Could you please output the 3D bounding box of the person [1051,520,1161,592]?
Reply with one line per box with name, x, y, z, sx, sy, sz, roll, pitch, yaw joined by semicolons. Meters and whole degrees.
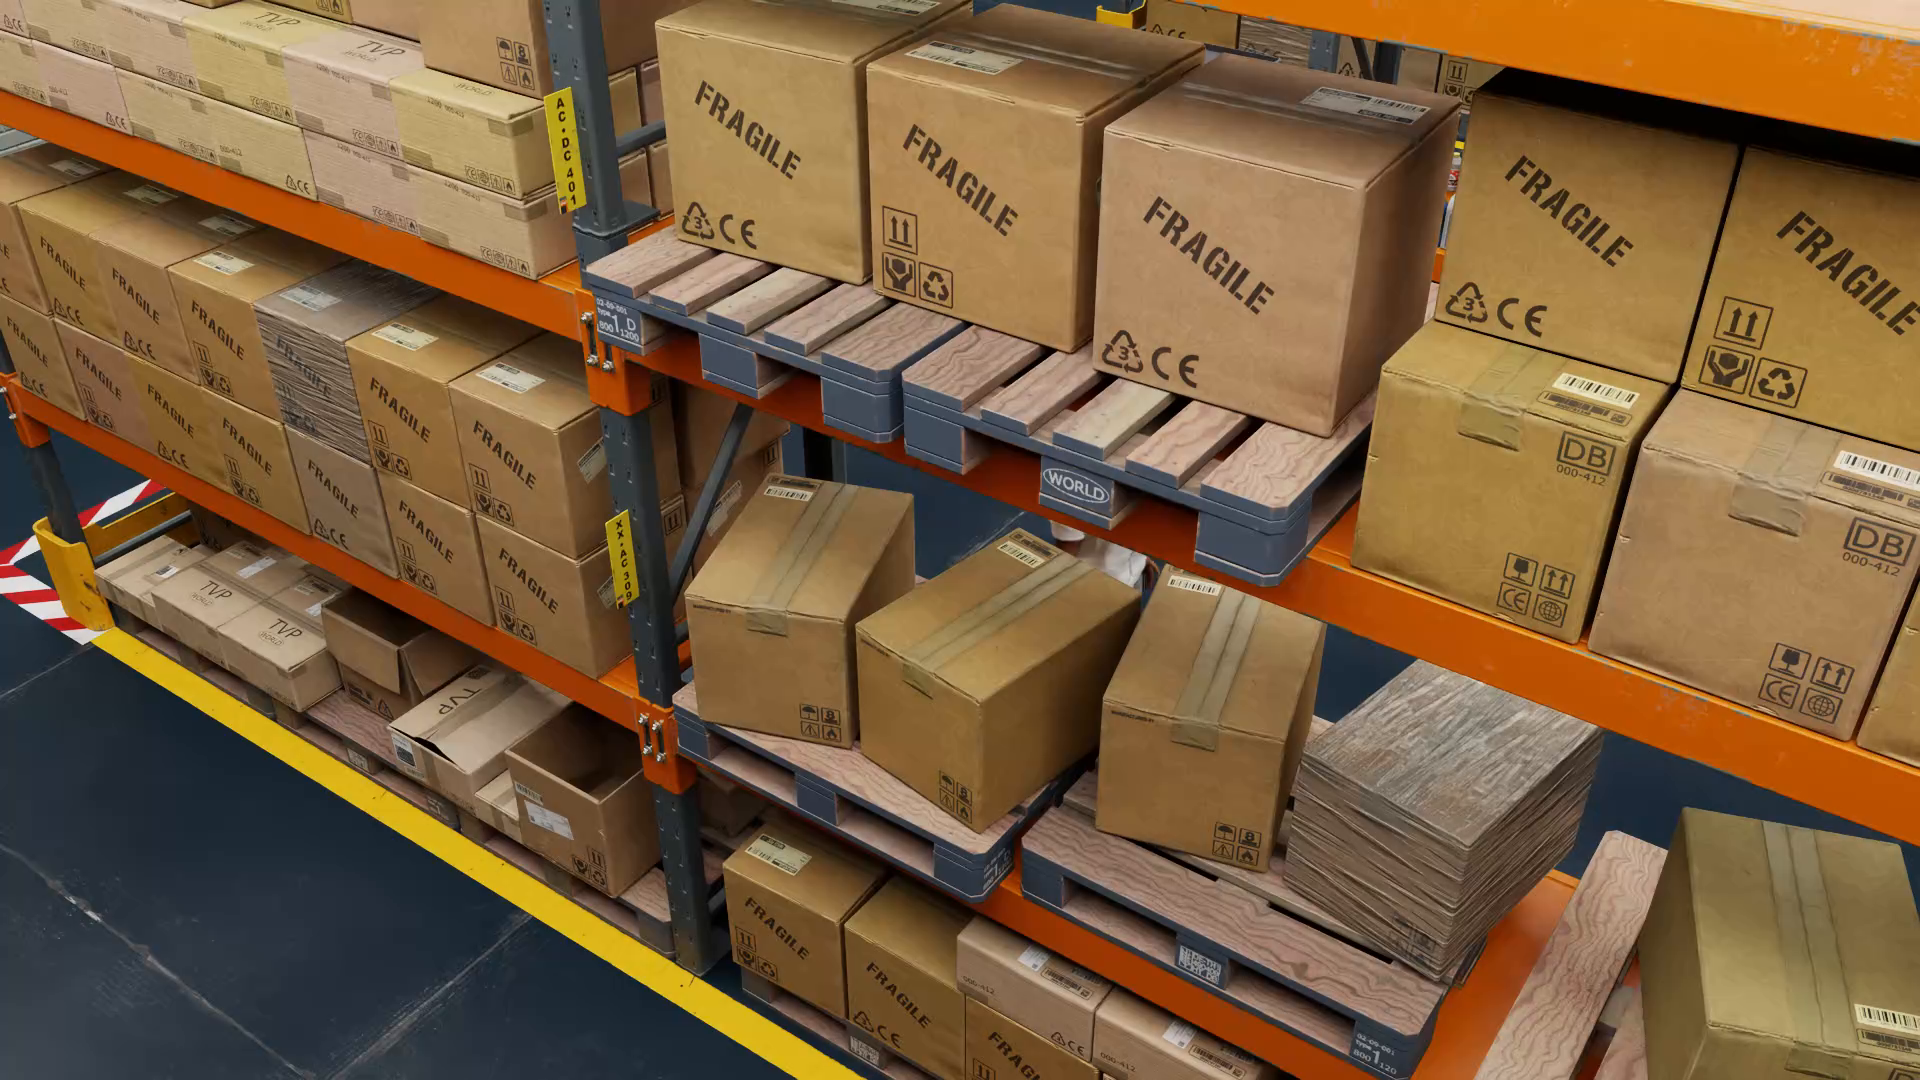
person;0.594;0.138;6.924;0.367;1.760;0.568;23;41;30
